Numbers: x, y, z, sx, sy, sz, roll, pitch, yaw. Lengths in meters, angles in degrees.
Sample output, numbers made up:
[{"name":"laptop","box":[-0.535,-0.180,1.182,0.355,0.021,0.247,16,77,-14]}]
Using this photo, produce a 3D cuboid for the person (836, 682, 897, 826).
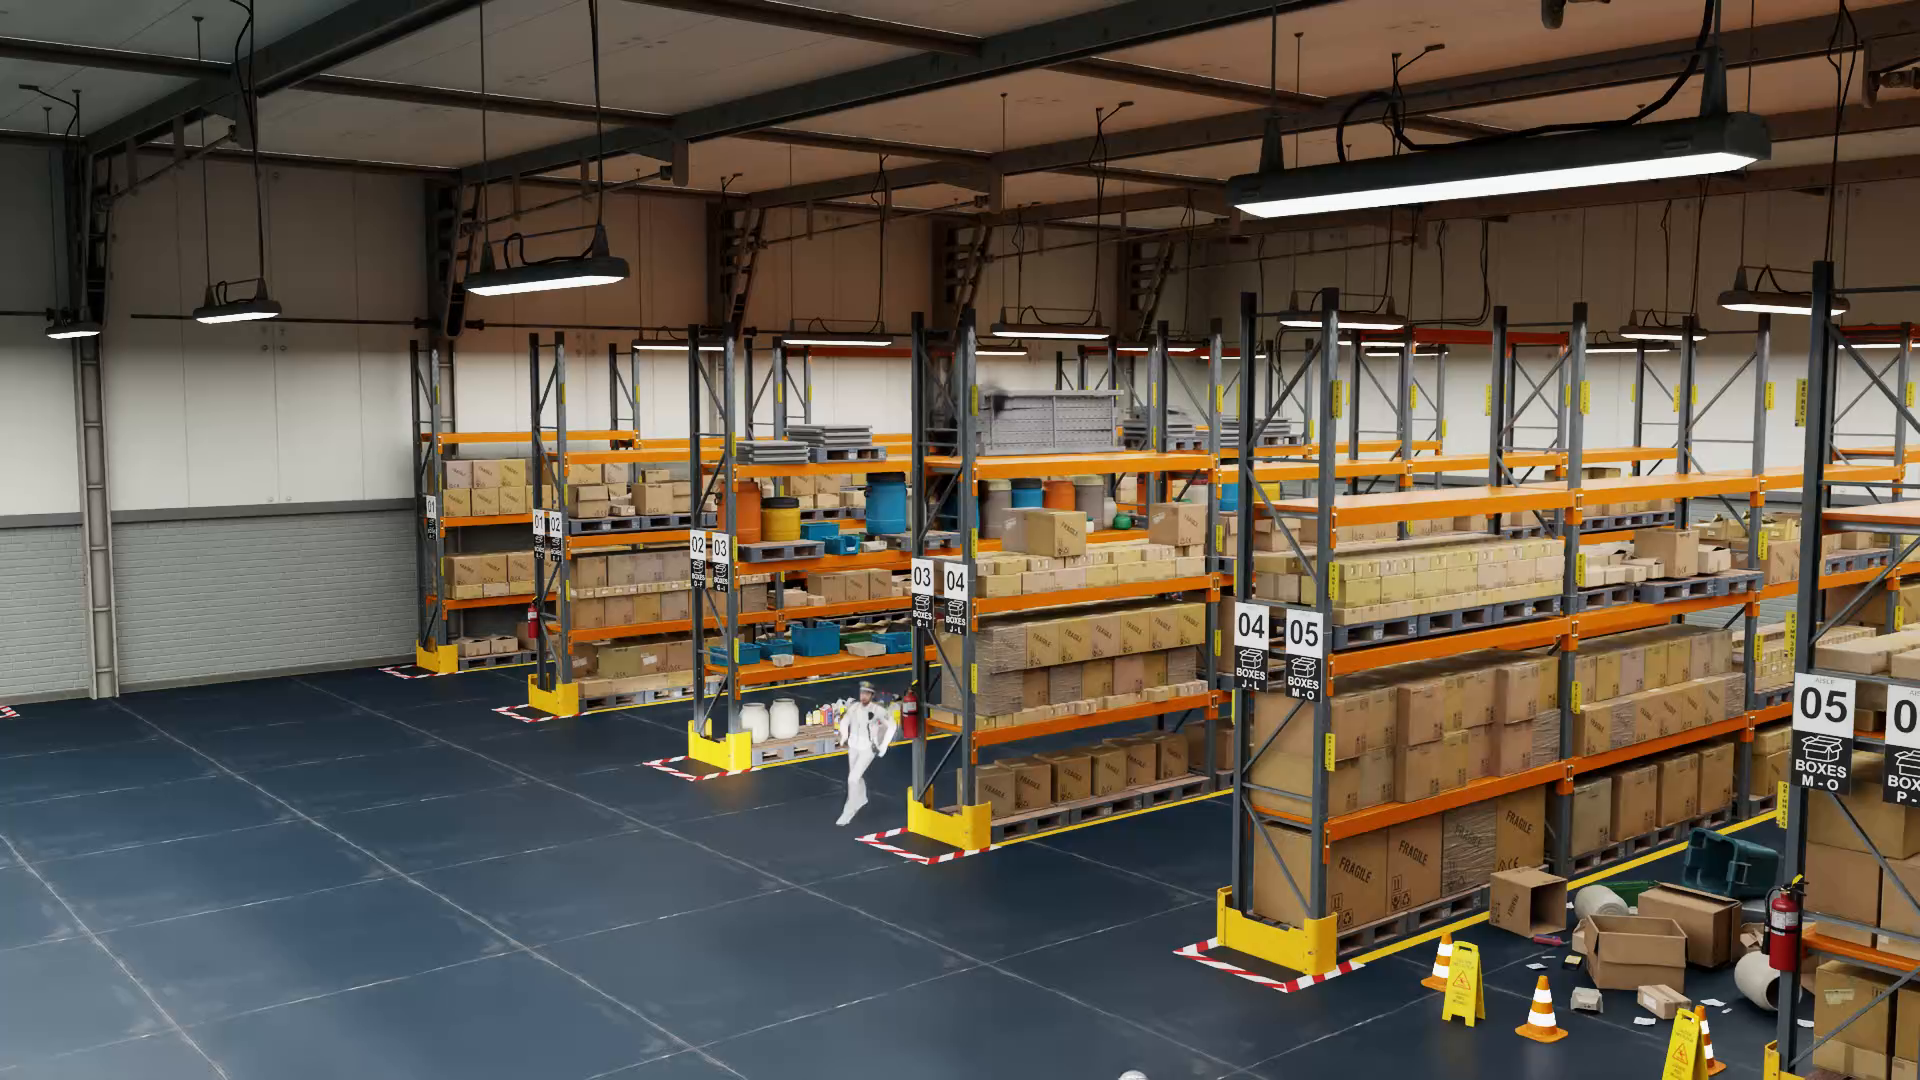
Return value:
[{"name":"person","box":[-1.142,2.514,19.776,0.678,1.715,0.738,3,6,32]}]

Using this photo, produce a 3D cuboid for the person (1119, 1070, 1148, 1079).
[{"name":"person","box":[0.891,3.565,8.664,0.611,1.624,0.546,0,5,1]}]
